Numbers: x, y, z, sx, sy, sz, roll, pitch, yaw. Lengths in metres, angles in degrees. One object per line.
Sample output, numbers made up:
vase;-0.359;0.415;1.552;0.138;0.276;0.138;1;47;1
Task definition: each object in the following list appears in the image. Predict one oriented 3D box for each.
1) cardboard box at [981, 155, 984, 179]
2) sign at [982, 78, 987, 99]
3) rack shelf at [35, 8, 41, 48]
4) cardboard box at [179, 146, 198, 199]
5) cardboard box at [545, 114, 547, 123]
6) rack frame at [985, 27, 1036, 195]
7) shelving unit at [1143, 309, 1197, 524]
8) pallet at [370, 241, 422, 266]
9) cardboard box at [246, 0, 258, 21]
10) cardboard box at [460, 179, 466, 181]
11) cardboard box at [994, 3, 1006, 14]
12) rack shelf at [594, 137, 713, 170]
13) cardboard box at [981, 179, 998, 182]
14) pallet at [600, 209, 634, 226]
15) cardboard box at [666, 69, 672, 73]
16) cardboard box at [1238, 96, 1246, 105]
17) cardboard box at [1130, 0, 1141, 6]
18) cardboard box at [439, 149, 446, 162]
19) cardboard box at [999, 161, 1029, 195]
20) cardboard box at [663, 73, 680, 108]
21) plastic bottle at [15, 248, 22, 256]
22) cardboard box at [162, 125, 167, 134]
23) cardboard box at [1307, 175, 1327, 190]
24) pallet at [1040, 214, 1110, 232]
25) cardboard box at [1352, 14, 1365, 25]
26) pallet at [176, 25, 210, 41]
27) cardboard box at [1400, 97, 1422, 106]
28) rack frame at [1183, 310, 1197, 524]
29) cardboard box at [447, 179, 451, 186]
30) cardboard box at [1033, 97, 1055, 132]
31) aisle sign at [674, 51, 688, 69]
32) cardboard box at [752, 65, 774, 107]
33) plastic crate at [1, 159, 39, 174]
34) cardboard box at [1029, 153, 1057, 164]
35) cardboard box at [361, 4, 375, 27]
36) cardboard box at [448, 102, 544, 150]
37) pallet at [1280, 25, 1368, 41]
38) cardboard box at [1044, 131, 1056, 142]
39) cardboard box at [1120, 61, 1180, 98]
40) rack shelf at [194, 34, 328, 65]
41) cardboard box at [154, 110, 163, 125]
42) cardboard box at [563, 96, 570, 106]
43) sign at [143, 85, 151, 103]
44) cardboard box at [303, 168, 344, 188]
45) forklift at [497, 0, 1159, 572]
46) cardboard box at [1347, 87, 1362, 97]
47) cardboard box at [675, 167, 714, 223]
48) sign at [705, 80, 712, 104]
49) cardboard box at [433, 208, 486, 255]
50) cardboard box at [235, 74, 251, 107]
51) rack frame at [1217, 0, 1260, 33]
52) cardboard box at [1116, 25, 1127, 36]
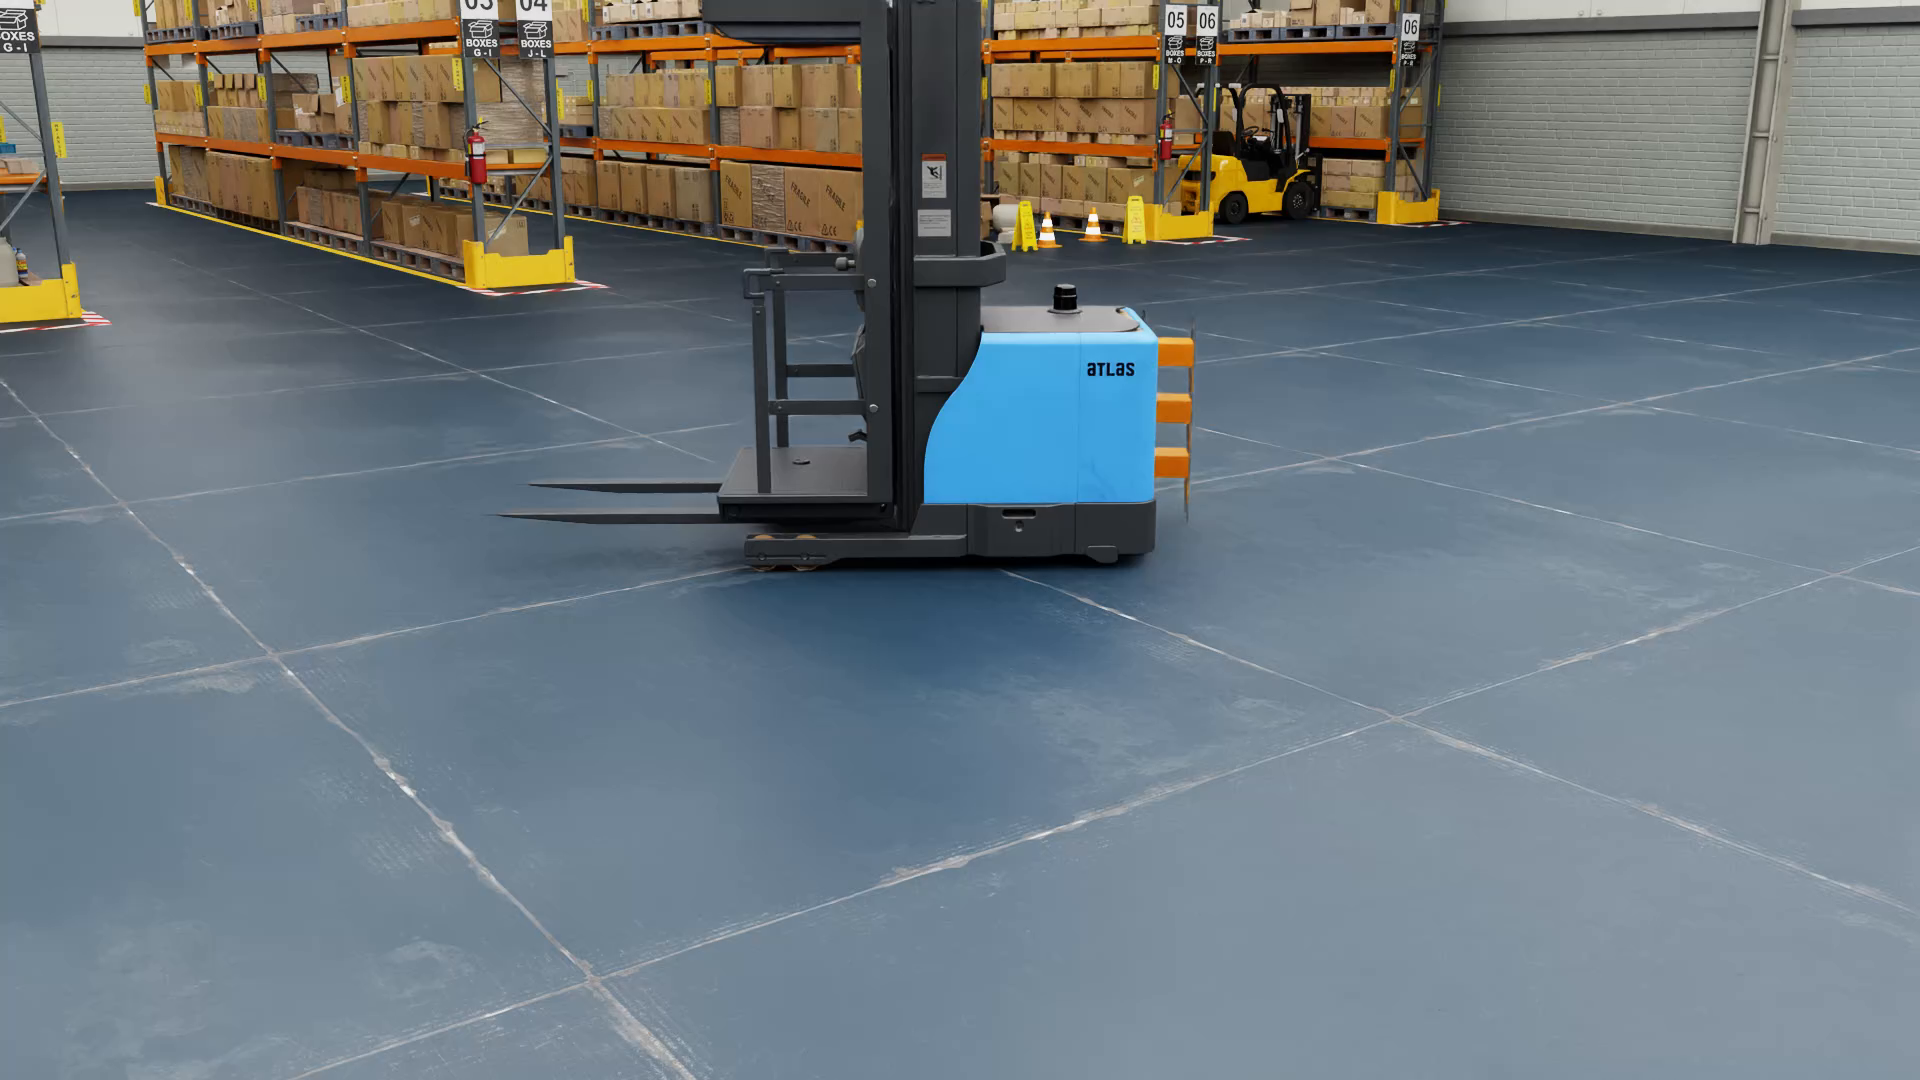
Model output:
cardboard box;0.568;-7.892;35.167;0.500;0.500;0.500;-11;19;-35
sign;0.389;-7.137;26.278;0.100;0.325;0.005;-11;19;-35
rack shelf;-10.011;-5.031;16.458;1.077;0.370;4.000;-11;19;-35
cardboard box;-13.260;-6.549;29.551;0.875;0.875;0.875;-11;19;-35
cardboard box;-6.722;-7.064;27.886;0.380;0.149;0.250;-12;19;-37
rack frame;0.836;-6.666;26.748;1.000;3.000;0.127;-11;19;-35
shelving unit;1.030;-0.617;8.337;0.252;1.050;0.215;1;15;3
pallet;-6.757;-3.645;20.992;1.003;0.211;1.213;-11;19;-35
cardboard box;-9.949;-7.800;24.219;0.797;0.503;0.637;-10;18;-31
cardboard box;-9.438;-7.038;32.150;0.380;0.149;0.250;-12;19;-37
cardboard box;0.757;-8.258;25.849;0.380;0.149;0.250;-11;19;-36
rack shelf;-4.285;-5.956;25.517;1.077;0.370;4.000;-11;19;-35
cardboard box;0.100;-5.865;28.006;0.950;0.372;0.625;-10;18;-31
pallet;-5.058;-5.205;26.693;1.003;0.211;1.213;-11;19;-35
cardboard box;-5.964;-9.834;35.014;0.380;0.149;0.250;-10;18;-33
cardboard box;4.977;-7.634;28.868;0.380;0.149;0.250;-10;18;-33
cardboard box;2.629;-7.609;23.479;0.380;0.149;0.250;-10;18;-34
cardboard box;-5.633;-4.336;18.711;0.380;0.149;0.250;-11;19;-35
cardboard box;0.964;-5.736;26.343;0.500;0.500;0.500;-10;18;-32
cardboard box;-4.007;-6.729;24.896;0.700;0.500;0.500;-11;19;-34
plastic bottle;-9.767;-2.893;17.277;0.061;0.283;0.133;-10;18;-34
cardboard box;-13.992;-7.333;29.660;0.380;0.149;0.250;-11;19;-36
cardboard box;6.054;-5.971;27.678;0.500;0.250;0.500;-11;19;-36
pallet;1.980;-4.922;25.660;1.003;0.211;1.213;-11;19;-35
cardboard box;6.467;-8.289;26.488;0.380;0.149;0.250;-12;19;-36
pallet;-12.357;-8.416;27.630;1.003;0.211;1.213;-11;19;-35
cardboard box;7.211;-7.057;26.758;0.380;0.149;0.250;-11;19;-36
rack frame;1.152;-0.614;8.330;0.008;1.050;0.200;1;15;3
cardboard box;-9.895;-7.061;32.797;0.380;0.149;0.250;-11;19;-35
cardboard box;1.467;-6.507;25.417;0.500;0.500;0.500;-11;19;-35
aisle sign;-6.012;-10.545;35.999;0.394;0.787;0.004;-11;19;-35
cardboard box;-2.296;-6.149;22.530;0.875;0.550;0.550;-11;19;-35
plastic crate;-9.101;-3.618;16.114;0.298;0.136;0.250;-11;19;-35
cardboard box;1.293;-5.903;25.726;0.380;0.149;0.250;-10;18;-32
cardboard box;-6.808;-6.254;19.846;0.500;0.250;0.500;-11;19;-35
cardboard box;-5.130;-4.587;18.399;0.875;0.500;0.500;-11;19;-35
pallet;6.084;-8.403;27.580;1.003;0.211;1.213;-11;19;-35
cardboard box;1.506;-6.153;25.350;0.380;0.149;0.250;-11;19;-34
cardboard box;2.710;-6.561;23.718;0.700;0.500;0.500;-11;19;-36
rack shelf;-10.708;-7.508;25.508;1.077;0.370;4.000;-11;19;-35
cardboard box;-14.172;-7.617;29.943;0.500;0.250;0.500;-11;19;-36
cardboard box;-6.266;-7.186;27.202;0.380;0.149;0.250;-11;19;-35
sign;-14.689;-8.061;30.055;0.100;0.325;0.005;-11;19;-35
cardboard box;-9.114;-5.211;23.916;0.500;0.250;0.500;-10;18;-32
forklift;-0.625;-1.411;7.678;3.031;2.935;1.130;0;15;-1
cardboard box;6.473;-7.231;26.831;0.380;0.149;0.250;-10;18;-33
cardboard box;-3.547;-5.112;24.537;1.050;0.750;0.750;-11;19;-35
sign;-3.542;-6.310;23.404;0.100;0.325;0.005;-11;19;-35
cardboard box;-5.914;-3.665;19.725;0.500;0.500;0.500;-9;18;-29
cardboard box;-10.730;-6.954;25.712;0.797;0.503;0.637;-10;18;-33
rack frame;4.848;-10.330;28.774;1.000;3.000;0.127;-11;19;-35
cardboard box;2.450;-7.280;23.787;0.380;0.149;0.250;-10;18;-33
